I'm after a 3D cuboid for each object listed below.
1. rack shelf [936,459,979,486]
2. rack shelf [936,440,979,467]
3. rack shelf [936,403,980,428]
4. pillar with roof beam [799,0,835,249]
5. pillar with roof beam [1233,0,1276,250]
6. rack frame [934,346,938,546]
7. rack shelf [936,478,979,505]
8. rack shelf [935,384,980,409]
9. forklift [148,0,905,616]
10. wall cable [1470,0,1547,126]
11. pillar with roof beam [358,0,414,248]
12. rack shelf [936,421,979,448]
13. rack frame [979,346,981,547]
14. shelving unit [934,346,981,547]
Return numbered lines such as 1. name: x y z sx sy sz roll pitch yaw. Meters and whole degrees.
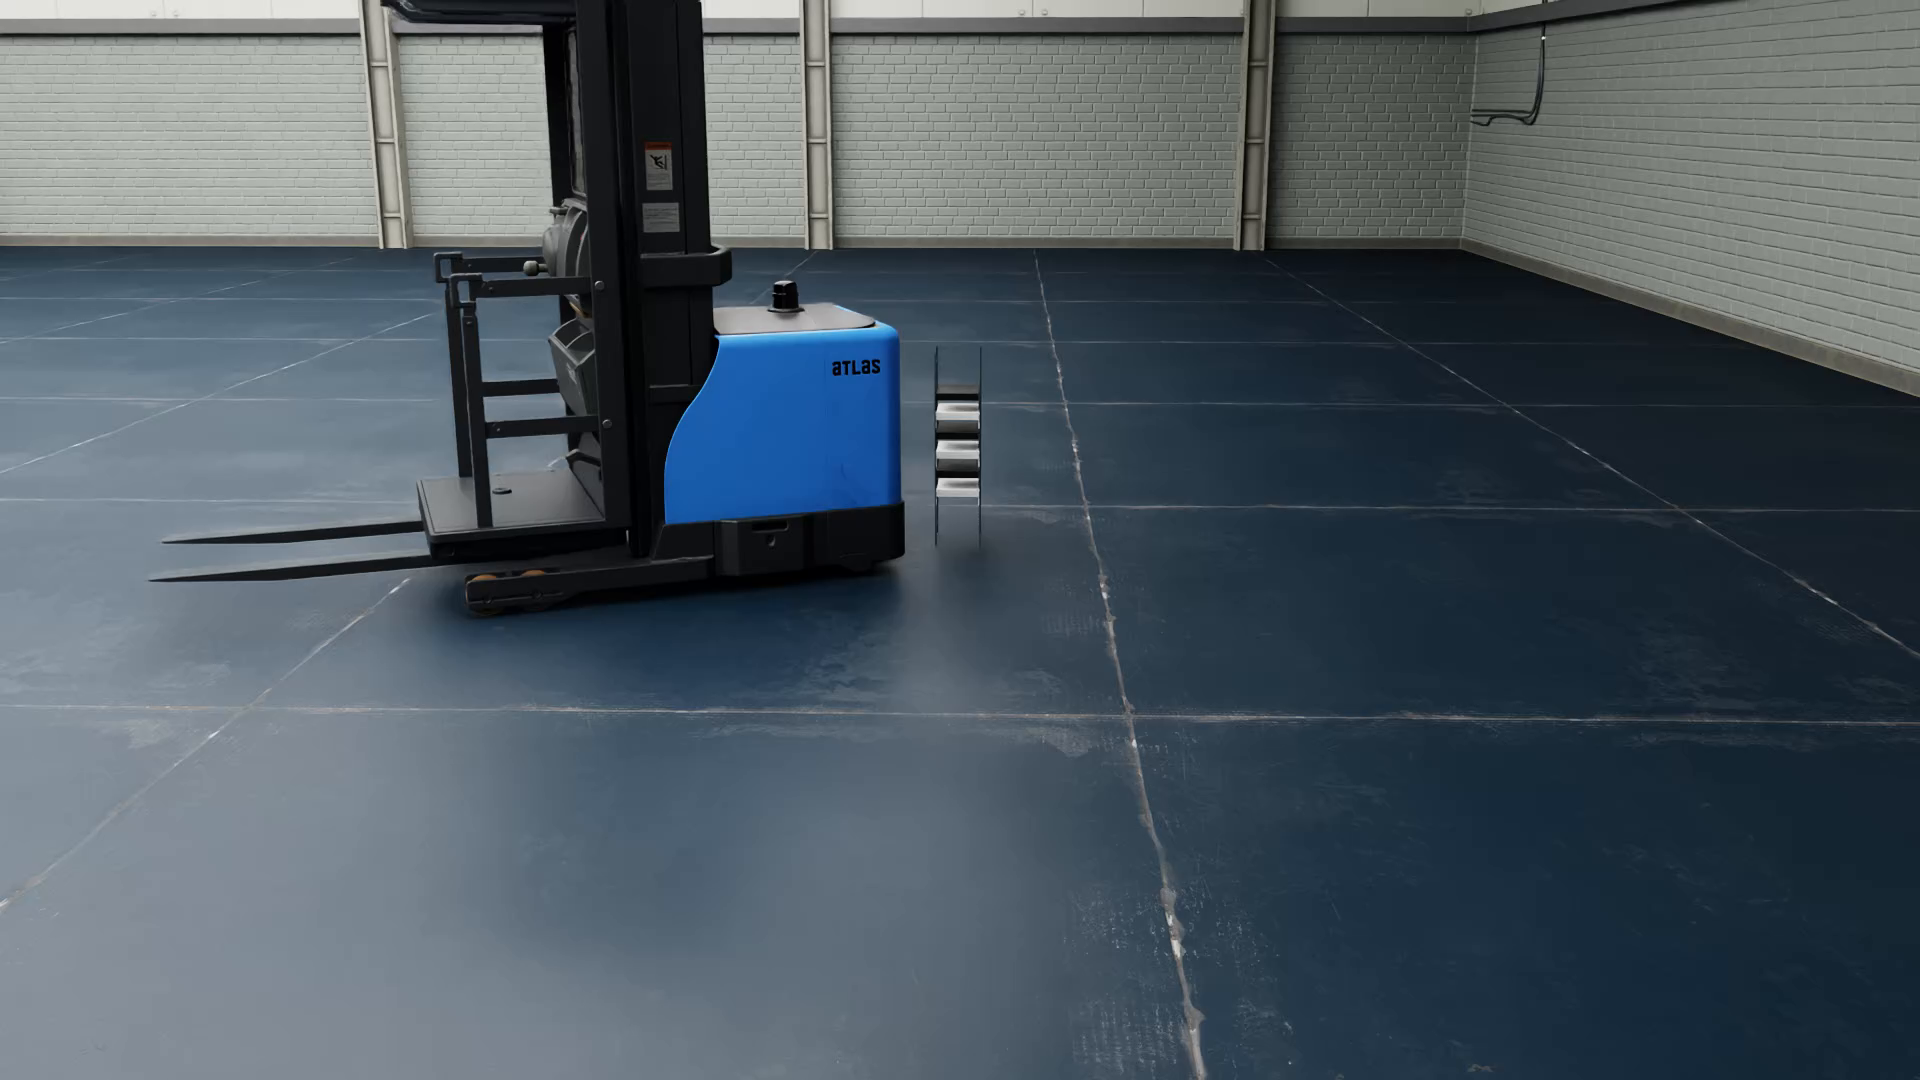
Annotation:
1. rack shelf: -0.008 -0.316 7.757 0.200 0.077 0.258 0 15 1
2. rack shelf: -0.008 -0.403 7.734 0.200 0.077 0.258 0 15 1
3. rack shelf: -0.008 -0.577 7.688 0.200 0.077 0.258 0 15 1
4. pillar with roof beam: -2.074 -7.352 18.067 0.400 9.000 9.100 0 15 1
5. pillar with roof beam: 3.924 -7.313 17.918 0.400 9.000 9.100 0 15 1
6. rack frame: -0.110 -0.436 7.728 0.006 0.900 0.240 0 15 1
7. rack shelf: -0.008 -0.229 7.780 0.200 0.077 0.258 0 15 1
8. rack shelf: -0.008 -0.664 7.665 0.200 0.077 0.258 0 15 1
9. forklift: -1.816 -1.263 6.880 3.031 2.935 1.130 -5 16 -20
10. wall cable: 6.945 -6.553 21.125 0.112 2.526 3.097 0 15 1
11. pillar with roof beam: -8.073 -7.391 18.215 0.400 9.000 9.100 0 15 1
12. rack shelf: -0.008 -0.490 7.711 0.200 0.077 0.258 0 15 1
13. rack frame: 0.094 -0.435 7.723 0.006 0.900 0.240 0 15 1
14. shelving unit: -0.008 -0.435 7.725 0.210 0.900 0.258 0 15 1
